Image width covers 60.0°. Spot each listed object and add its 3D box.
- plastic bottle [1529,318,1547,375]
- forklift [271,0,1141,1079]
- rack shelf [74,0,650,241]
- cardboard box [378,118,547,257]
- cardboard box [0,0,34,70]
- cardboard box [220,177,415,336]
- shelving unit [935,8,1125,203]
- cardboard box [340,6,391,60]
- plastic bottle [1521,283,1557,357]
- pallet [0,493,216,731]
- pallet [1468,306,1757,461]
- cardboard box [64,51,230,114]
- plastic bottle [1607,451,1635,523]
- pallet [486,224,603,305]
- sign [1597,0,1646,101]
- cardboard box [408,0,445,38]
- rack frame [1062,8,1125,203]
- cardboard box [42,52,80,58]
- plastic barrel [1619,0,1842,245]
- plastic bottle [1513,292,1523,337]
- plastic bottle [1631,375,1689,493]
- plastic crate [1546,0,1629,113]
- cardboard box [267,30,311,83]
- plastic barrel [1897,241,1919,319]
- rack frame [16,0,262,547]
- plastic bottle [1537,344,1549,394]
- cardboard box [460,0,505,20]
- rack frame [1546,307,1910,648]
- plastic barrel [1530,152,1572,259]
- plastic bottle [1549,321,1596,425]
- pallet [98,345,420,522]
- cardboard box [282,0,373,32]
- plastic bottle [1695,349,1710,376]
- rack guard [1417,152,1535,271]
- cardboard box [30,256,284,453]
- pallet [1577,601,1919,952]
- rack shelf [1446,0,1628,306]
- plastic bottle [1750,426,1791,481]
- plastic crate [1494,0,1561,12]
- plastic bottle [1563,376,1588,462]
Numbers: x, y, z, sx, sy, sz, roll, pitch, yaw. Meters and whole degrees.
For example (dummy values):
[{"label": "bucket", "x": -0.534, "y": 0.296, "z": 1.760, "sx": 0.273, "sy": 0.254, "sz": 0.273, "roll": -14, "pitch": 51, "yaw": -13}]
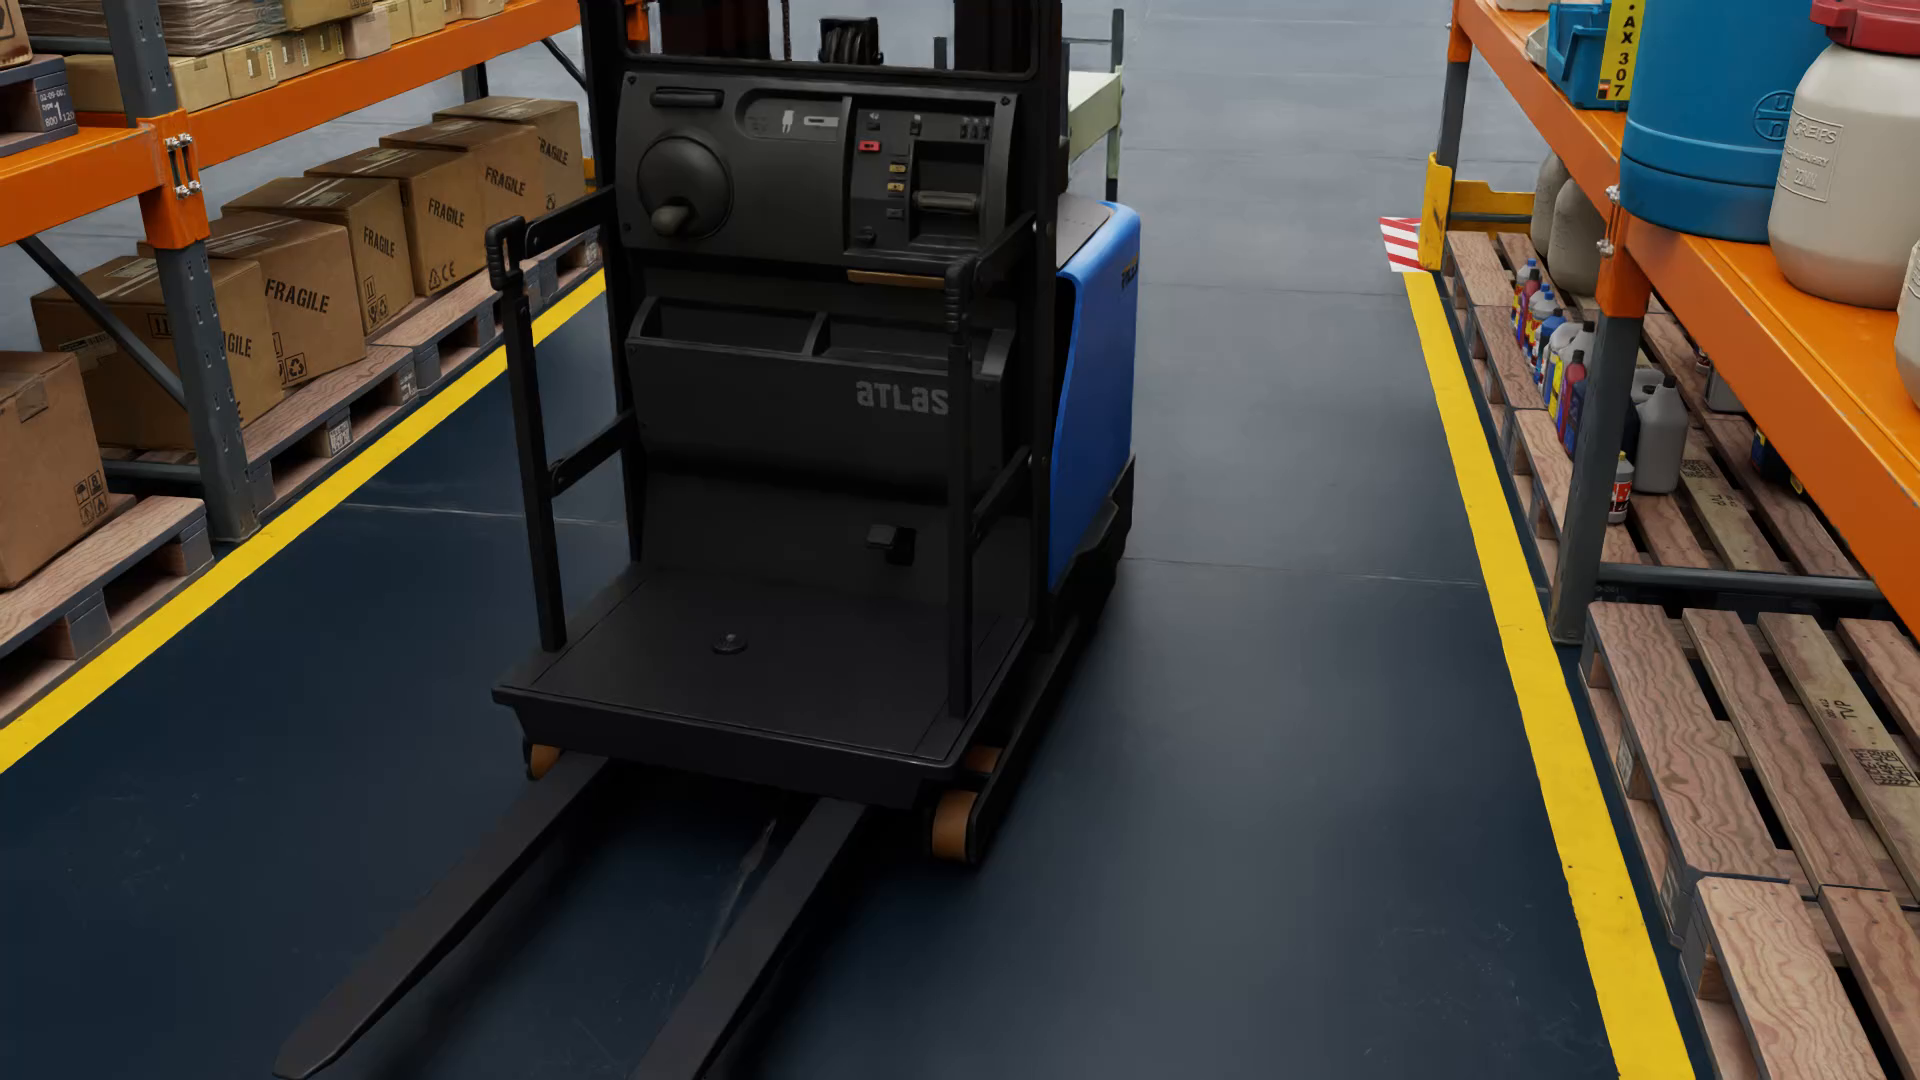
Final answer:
[{"label": "plastic bottle", "x": 2.112, "y": -0.697, "z": 5.984, "sx": 0.097, "sy": 0.201, "sz": 0.097, "roll": 0, "pitch": 25, "yaw": 0}, {"label": "forklift", "x": -0.393, "y": -0.797, "z": 3.495, "sx": 1.130, "sy": 2.935, "sz": 3.031, "roll": 8, "pitch": 26, "yaw": 16}, {"label": "rack shelf", "x": -2.409, "y": -1.910, "z": 6.640, "sx": 1.077, "sy": 0.370, "sz": 4.000, "roll": 4, "pitch": 25, "yaw": 9}, {"label": "cardboard box", "x": -2.264, "y": -1.618, "z": 7.621, "sx": 0.500, "sy": 0.500, "sz": 0.500, "roll": 11, "pitch": 27, "yaw": 22}, {"label": "cardboard box", "x": -3.004, "y": -1.538, "z": 3.795, "sx": 1.000, "sy": 1.000, "sz": 1.000, "roll": 4, "pitch": 25, "yaw": 9}, {"label": "cardboard box", "x": -2.521, "y": -1.127, "z": 6.572, "sx": 0.500, "sy": 0.500, "sz": 0.500, "roll": 2, "pitch": 25, "yaw": 4}, {"label": "shelving unit", "x": 0.230, "y": -0.915, "z": 5.436, "sx": 0.431, "sy": 1.500, "sz": 0.755, "roll": 8, "pitch": 26, "yaw": 16}, {"label": "cardboard box", "x": -2.224, "y": -1.771, "z": 5.793, "sx": 0.380, "sy": 0.149, "sz": 0.250, "roll": 4, "pitch": 25, "yaw": 9}, {"label": "plastic bottle", "x": 2.145, "y": -0.812, "z": 6.147, "sx": 0.097, "sy": 0.271, "sz": 0.097, "roll": 0, "pitch": 25, "yaw": 0}, {"label": "pallet", "x": -2.861, "y": 0.190, "z": 4.596, "sx": 1.003, "sy": 0.211, "sz": 1.213, "roll": 4, "pitch": 25, "yaw": 9}, {"label": "pallet", "x": 2.499, "y": -0.583, "z": 6.246, "sx": 1.003, "sy": 0.211, "sz": 1.213, "roll": 4, "pitch": 25, "yaw": 9}, {"label": "cardboard box", "x": -2.404, "y": -1.354, "z": 4.902, "sx": 0.380, "sy": 0.149, "sz": 0.250, "roll": 4, "pitch": 25, "yaw": 9}, {"label": "plastic bottle", "x": 1.903, "y": -0.161, "z": 4.838, "sx": 0.097, "sy": 0.201, "sz": 0.097, "roll": 0, "pitch": 25, "yaw": 0}, {"label": "pallet", "x": -2.262, "y": -1.440, "z": 8.077, "sx": 1.003, "sy": 0.211, "sz": 1.213, "roll": 4, "pitch": 25, "yaw": 9}, {"label": "sign", "x": 1.610, "y": -1.224, "z": 4.000, "sx": 0.100, "sy": 0.325, "sz": 0.005, "roll": 4, "pitch": 25, "yaw": 9}, {"label": "cardboard box", "x": -2.172, "y": -1.983, "z": 6.244, "sx": 0.380, "sy": 0.149, "sz": 0.250, "roll": 4, "pitch": 25, "yaw": 9}, {"label": "rack frame", "x": 0.339, "y": -1.063, "z": 5.753, "sx": 0.400, "sy": 1.500, "sz": 0.023, "roll": 8, "pitch": 26, "yaw": 16}, {"label": "cardboard box", "x": -2.940, "y": -1.500, "z": 5.212, "sx": 0.380, "sy": 0.149, "sz": 0.250, "roll": 4, "pitch": 25, "yaw": 9}, {"label": "plastic barrel", "x": 1.789, "y": -1.142, "z": 3.561, "sx": 0.600, "sy": 0.901, "sz": 0.708, "roll": 4, "pitch": 25, "yaw": 9}, {"label": "plastic bottle", "x": 2.184, "y": -0.881, "z": 6.375, "sx": 0.097, "sy": 0.201, "sz": 0.097, "roll": 0, "pitch": 25, "yaw": 0}, {"label": "plastic bottle", "x": 2.114, "y": -0.335, "z": 5.033, "sx": 0.144, "sy": 0.351, "sz": 0.185, "roll": 4, "pitch": 25, "yaw": 9}, {"label": "plastic crate", "x": 2.064, "y": -1.470, "z": 5.028, "sx": 0.499, "sy": 0.251, "sz": 0.616, "roll": 4, "pitch": 25, "yaw": 9}, {"label": "cardboard box", "x": -2.337, "y": -1.565, "z": 5.351, "sx": 0.380, "sy": 0.149, "sz": 0.250, "roll": 4, "pitch": 25, "yaw": 9}, {"label": "plastic barrel", "x": 1.783, "y": -0.450, "z": 2.837, "sx": 0.301, "sy": 0.262, "sz": 0.301, "roll": 0, "pitch": 25, "yaw": 0}, {"label": "rack frame", "x": -2.736, "y": -1.399, "z": 4.701, "sx": 1.000, "sy": 3.000, "sz": 0.127, "roll": 4, "pitch": 25, "yaw": 9}, {"label": "plastic bottle", "x": 2.078, "y": -0.611, "z": 5.800, "sx": 0.097, "sy": 0.201, "sz": 0.097, "roll": 0, "pitch": 25, "yaw": 0}, {"label": "cardboard box", "x": -2.066, "y": -2.190, "z": 6.687, "sx": 0.380, "sy": 0.149, "sz": 0.250, "roll": 4, "pitch": 25, "yaw": 9}, {"label": "rack frame", "x": 2.151, "y": -1.056, "z": 3.968, "sx": 1.000, "sy": 3.000, "sz": 0.127, "roll": 4, "pitch": 25, "yaw": 9}, {"label": "plastic barrel", "x": 2.772, "y": -1.512, "z": 7.381, "sx": 0.421, "sy": 0.512, "sz": 0.421, "roll": 0, "pitch": 25, "yaw": 0}, {"label": "plastic bottle", "x": 2.056, "y": -0.560, "z": 5.514, "sx": 0.144, "sy": 0.351, "sz": 0.185, "roll": 4, "pitch": 25, "yaw": 8}, {"label": "pallet", "x": -2.661, "y": -0.420, "z": 5.897, "sx": 1.003, "sy": 0.211, "sz": 1.213, "roll": 4, "pitch": 25, "yaw": 9}, {"label": "cardboard box", "x": -2.485, "y": -1.970, "z": 5.451, "sx": 0.875, "sy": 0.500, "sz": 0.500, "roll": 4, "pitch": 25, "yaw": 9}, {"label": "plastic bottle", "x": 2.720, "y": -0.702, "z": 5.992, "sx": 0.097, "sy": 0.201, "sz": 0.097, "roll": 0, "pitch": 25, "yaw": 0}, {"label": "rack guard", "x": 2.838, "y": -1.562, "z": 7.997, "sx": 1.175, "sy": 0.500, "sz": 0.348, "roll": 4, "pitch": 25, "yaw": 9}, {"label": "cardboard box", "x": -2.631, "y": -0.622, "z": 5.493, "sx": 0.500, "sy": 0.500, "sz": 0.500, "roll": 3, "pitch": 25, "yaw": 7}, {"label": "pallet", "x": 2.061, "y": 0.538, "z": 3.851, "sx": 1.003, "sy": 0.211, "sz": 1.213, "roll": 4, "pitch": 25, "yaw": 9}, {"label": "rack shelf", "x": 2.478, "y": -1.567, "z": 5.907, "sx": 1.077, "sy": 0.370, "sz": 4.000, "roll": 4, "pitch": 25, "yaw": 9}, {"label": "plastic bottle", "x": 2.550, "y": -0.374, "z": 5.117, "sx": 0.144, "sy": 0.351, "sz": 0.185, "roll": 4, "pitch": 25, "yaw": 9}, {"label": "plastic crate", "x": 2.341, "y": -2.257, "z": 6.846, "sx": 0.298, "sy": 0.136, "sz": 0.250, "roll": 4, "pitch": 25, "yaw": 9}, {"label": "plastic bottle", "x": 2.003, "y": -0.425, "z": 5.225, "sx": 0.144, "sy": 0.351, "sz": 0.185, "roll": 3, "pitch": 25, "yaw": 6}]
